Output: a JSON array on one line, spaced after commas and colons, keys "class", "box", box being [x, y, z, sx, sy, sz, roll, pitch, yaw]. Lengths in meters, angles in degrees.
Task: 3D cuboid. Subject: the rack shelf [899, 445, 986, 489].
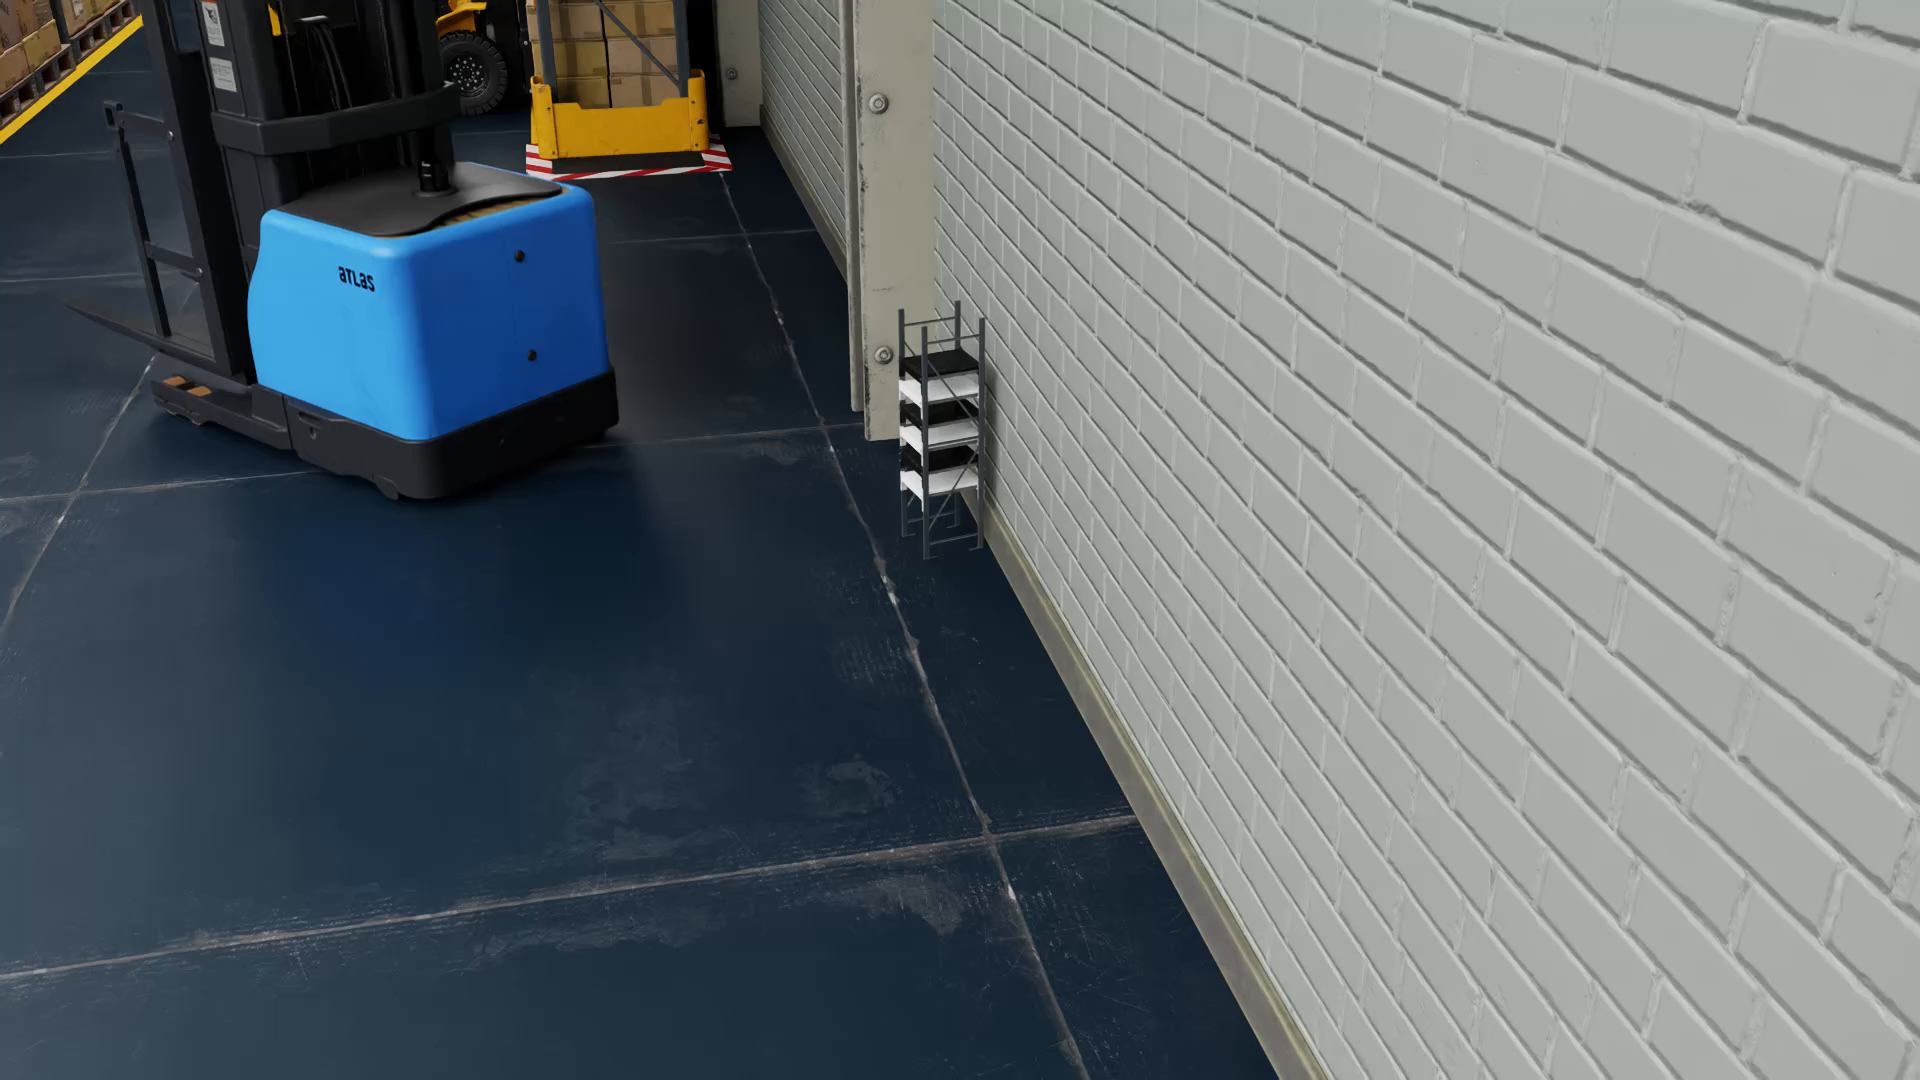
[{"class": "rack shelf", "box": [-0.065, -0.282, 6.084, 0.258, 0.077, 0.200, -12, 29, -22]}]

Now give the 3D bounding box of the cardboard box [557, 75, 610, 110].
[{"class": "cardboard box", "box": [-2.778, -3.235, 11.915, 0.500, 0.250, 0.500, -6, 27, -11]}]

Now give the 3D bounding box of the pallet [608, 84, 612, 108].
[{"class": "pallet", "box": [-2.577, -3.187, 12.330, 1.003, 0.211, 1.213, -6, 27, -12]}]

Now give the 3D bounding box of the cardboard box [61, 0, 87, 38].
[{"class": "cardboard box", "box": [-8.221, -4.595, 14.476, 0.950, 0.372, 0.625, -6, 27, -11]}]

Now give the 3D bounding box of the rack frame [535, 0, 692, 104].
[{"class": "rack frame", "box": [-2.364, -4.101, 11.045, 1.000, 3.000, 0.127, -6, 27, -12]}]

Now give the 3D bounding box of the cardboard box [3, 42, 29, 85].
[{"class": "cardboard box", "box": [-7.466, -3.622, 12.683, 0.500, 0.250, 0.500, -6, 27, -11]}]

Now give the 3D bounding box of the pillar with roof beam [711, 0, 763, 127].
[{"class": "pillar with roof beam", "box": [-5.837, -6.739, 9.614, 9.100, 9.000, 0.400, -6, 27, -12]}]

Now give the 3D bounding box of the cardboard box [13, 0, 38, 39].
[{"class": "cardboard box", "box": [-7.590, -4.190, 12.976, 0.500, 0.500, 0.500, -5, 27, -11]}]

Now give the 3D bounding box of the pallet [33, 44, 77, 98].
[{"class": "pallet", "box": [-7.915, -3.815, 13.574, 1.003, 0.211, 1.213, -6, 27, -12]}]

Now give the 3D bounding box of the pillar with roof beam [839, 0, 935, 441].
[{"class": "pillar with roof beam", "box": [-4.485, -4.105, 4.396, 9.100, 9.000, 0.400, -6, 27, -12]}]

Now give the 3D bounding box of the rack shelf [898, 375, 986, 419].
[{"class": "rack shelf", "box": [-0.065, -0.523, 5.962, 0.258, 0.077, 0.200, -12, 29, -22]}]

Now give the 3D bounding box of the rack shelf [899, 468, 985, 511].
[{"class": "rack shelf", "box": [-0.065, -0.202, 6.124, 0.258, 0.077, 0.200, -12, 29, -22]}]

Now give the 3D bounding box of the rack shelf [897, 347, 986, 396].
[{"class": "rack shelf", "box": [-0.065, -0.603, 5.921, 0.258, 0.077, 0.200, -12, 29, -22]}]

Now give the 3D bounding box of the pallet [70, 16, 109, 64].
[{"class": "pallet", "box": [-8.278, -4.448, 14.828, 1.003, 0.211, 1.213, -6, 27, -12]}]

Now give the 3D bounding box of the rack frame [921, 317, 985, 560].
[{"class": "rack frame", "box": [-0.023, -0.350, 5.946, 0.240, 0.900, 0.006, -12, 29, -22]}]

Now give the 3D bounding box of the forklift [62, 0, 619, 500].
[{"class": "forklift", "box": [-2.938, -1.979, 6.918, 3.031, 2.935, 1.130, 19, 32, 32]}]

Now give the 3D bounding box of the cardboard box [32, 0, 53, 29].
[{"class": "cardboard box", "box": [-7.706, -4.413, 13.418, 0.500, 0.500, 0.500, -6, 27, -12]}]

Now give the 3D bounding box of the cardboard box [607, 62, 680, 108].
[{"class": "cardboard box", "box": [-2.284, -3.296, 12.037, 0.500, 0.250, 0.500, -6, 27, -11]}]

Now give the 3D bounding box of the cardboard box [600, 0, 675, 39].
[{"class": "cardboard box", "box": [-2.288, -3.737, 11.801, 0.500, 0.250, 0.500, -6, 27, -12]}]

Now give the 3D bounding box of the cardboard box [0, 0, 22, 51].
[{"class": "cardboard box", "box": [-7.474, -3.966, 12.532, 0.500, 0.500, 0.500, -5, 27, -9]}]

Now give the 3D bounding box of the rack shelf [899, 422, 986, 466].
[{"class": "rack shelf", "box": [-0.065, -0.362, 6.043, 0.258, 0.077, 0.200, -12, 29, -22]}]

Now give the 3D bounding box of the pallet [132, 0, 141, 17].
[{"class": "pallet", "box": [-8.828, -5.519, 16.950, 1.003, 0.211, 1.213, -6, 27, -12]}]

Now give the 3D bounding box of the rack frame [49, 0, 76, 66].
[{"class": "rack frame", "box": [-8.101, -5.351, 13.522, 1.000, 3.000, 0.127, -6, 27, -12]}]

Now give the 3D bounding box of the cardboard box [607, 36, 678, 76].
[{"class": "cardboard box", "box": [-2.268, -3.511, 11.908, 0.500, 0.250, 0.500, -5, 27, -11]}]

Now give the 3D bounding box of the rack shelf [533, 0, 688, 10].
[{"class": "rack shelf", "box": [-2.815, -4.657, 12.947, 1.077, 0.370, 4.000, -6, 27, -12]}]

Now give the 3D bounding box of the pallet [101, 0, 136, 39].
[{"class": "pallet", "box": [-8.556, -4.984, 15.891, 1.003, 0.211, 1.213, -6, 27, -12]}]

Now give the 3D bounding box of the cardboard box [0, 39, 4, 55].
[{"class": "cardboard box", "box": [-7.345, -3.732, 12.069, 0.500, 0.500, 0.500, -5, 27, -11]}]

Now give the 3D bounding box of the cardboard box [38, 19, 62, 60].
[{"class": "cardboard box", "box": [-7.706, -4.079, 13.587, 0.500, 0.250, 0.500, -5, 27, -9]}]

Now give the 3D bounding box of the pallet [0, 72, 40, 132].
[{"class": "pallet", "box": [-7.637, -3.278, 12.511, 1.003, 0.211, 1.213, -6, 27, -12]}]

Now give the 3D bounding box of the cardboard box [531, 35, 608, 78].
[{"class": "cardboard box", "box": [-2.779, -3.466, 11.818, 0.500, 0.250, 0.500, -6, 27, -12]}]

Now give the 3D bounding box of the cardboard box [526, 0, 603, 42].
[{"class": "cardboard box", "box": [-2.772, -3.677, 11.683, 0.500, 0.250, 0.500, -5, 27, -10]}]

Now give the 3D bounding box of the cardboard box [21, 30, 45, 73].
[{"class": "cardboard box", "box": [-7.576, -3.846, 13.126, 0.500, 0.250, 0.500, -7, 28, -13]}]

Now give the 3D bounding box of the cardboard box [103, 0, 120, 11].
[{"class": "cardboard box", "box": [-8.545, -5.216, 15.705, 0.950, 0.372, 0.625, -5, 27, -10]}]

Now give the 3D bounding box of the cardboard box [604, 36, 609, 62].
[{"class": "cardboard box", "box": [-2.392, -3.730, 12.342, 0.500, 0.250, 0.500, -6, 27, -12]}]

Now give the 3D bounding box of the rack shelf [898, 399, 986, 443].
[{"class": "rack shelf", "box": [-0.065, -0.443, 6.002, 0.258, 0.077, 0.200, -12, 29, -22]}]

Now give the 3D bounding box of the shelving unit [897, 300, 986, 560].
[{"class": "shelving unit", "box": [-0.065, -0.392, 6.028, 0.258, 0.900, 0.210, -12, 29, -22]}]

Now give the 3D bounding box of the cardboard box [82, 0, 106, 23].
[{"class": "cardboard box", "box": [-8.387, -4.911, 15.100, 0.950, 0.372, 0.625, -4, 27, -8]}]

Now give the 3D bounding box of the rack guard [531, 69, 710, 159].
[{"class": "rack guard", "box": [-2.359, -2.974, 11.588, 1.175, 0.500, 0.348, -6, 27, -12]}]

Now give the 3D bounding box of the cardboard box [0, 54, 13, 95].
[{"class": "cardboard box", "box": [-7.355, -3.400, 12.243, 0.500, 0.250, 0.500, -4, 27, -8]}]

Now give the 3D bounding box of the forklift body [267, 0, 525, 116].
[{"class": "forklift body", "box": [-4.569, -4.369, 12.519, 2.313, 2.155, 1.214, -6, 27, -12]}]

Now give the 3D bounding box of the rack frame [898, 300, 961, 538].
[{"class": "rack frame", "box": [-0.108, -0.434, 6.110, 0.240, 0.900, 0.006, -12, 29, -22]}]
